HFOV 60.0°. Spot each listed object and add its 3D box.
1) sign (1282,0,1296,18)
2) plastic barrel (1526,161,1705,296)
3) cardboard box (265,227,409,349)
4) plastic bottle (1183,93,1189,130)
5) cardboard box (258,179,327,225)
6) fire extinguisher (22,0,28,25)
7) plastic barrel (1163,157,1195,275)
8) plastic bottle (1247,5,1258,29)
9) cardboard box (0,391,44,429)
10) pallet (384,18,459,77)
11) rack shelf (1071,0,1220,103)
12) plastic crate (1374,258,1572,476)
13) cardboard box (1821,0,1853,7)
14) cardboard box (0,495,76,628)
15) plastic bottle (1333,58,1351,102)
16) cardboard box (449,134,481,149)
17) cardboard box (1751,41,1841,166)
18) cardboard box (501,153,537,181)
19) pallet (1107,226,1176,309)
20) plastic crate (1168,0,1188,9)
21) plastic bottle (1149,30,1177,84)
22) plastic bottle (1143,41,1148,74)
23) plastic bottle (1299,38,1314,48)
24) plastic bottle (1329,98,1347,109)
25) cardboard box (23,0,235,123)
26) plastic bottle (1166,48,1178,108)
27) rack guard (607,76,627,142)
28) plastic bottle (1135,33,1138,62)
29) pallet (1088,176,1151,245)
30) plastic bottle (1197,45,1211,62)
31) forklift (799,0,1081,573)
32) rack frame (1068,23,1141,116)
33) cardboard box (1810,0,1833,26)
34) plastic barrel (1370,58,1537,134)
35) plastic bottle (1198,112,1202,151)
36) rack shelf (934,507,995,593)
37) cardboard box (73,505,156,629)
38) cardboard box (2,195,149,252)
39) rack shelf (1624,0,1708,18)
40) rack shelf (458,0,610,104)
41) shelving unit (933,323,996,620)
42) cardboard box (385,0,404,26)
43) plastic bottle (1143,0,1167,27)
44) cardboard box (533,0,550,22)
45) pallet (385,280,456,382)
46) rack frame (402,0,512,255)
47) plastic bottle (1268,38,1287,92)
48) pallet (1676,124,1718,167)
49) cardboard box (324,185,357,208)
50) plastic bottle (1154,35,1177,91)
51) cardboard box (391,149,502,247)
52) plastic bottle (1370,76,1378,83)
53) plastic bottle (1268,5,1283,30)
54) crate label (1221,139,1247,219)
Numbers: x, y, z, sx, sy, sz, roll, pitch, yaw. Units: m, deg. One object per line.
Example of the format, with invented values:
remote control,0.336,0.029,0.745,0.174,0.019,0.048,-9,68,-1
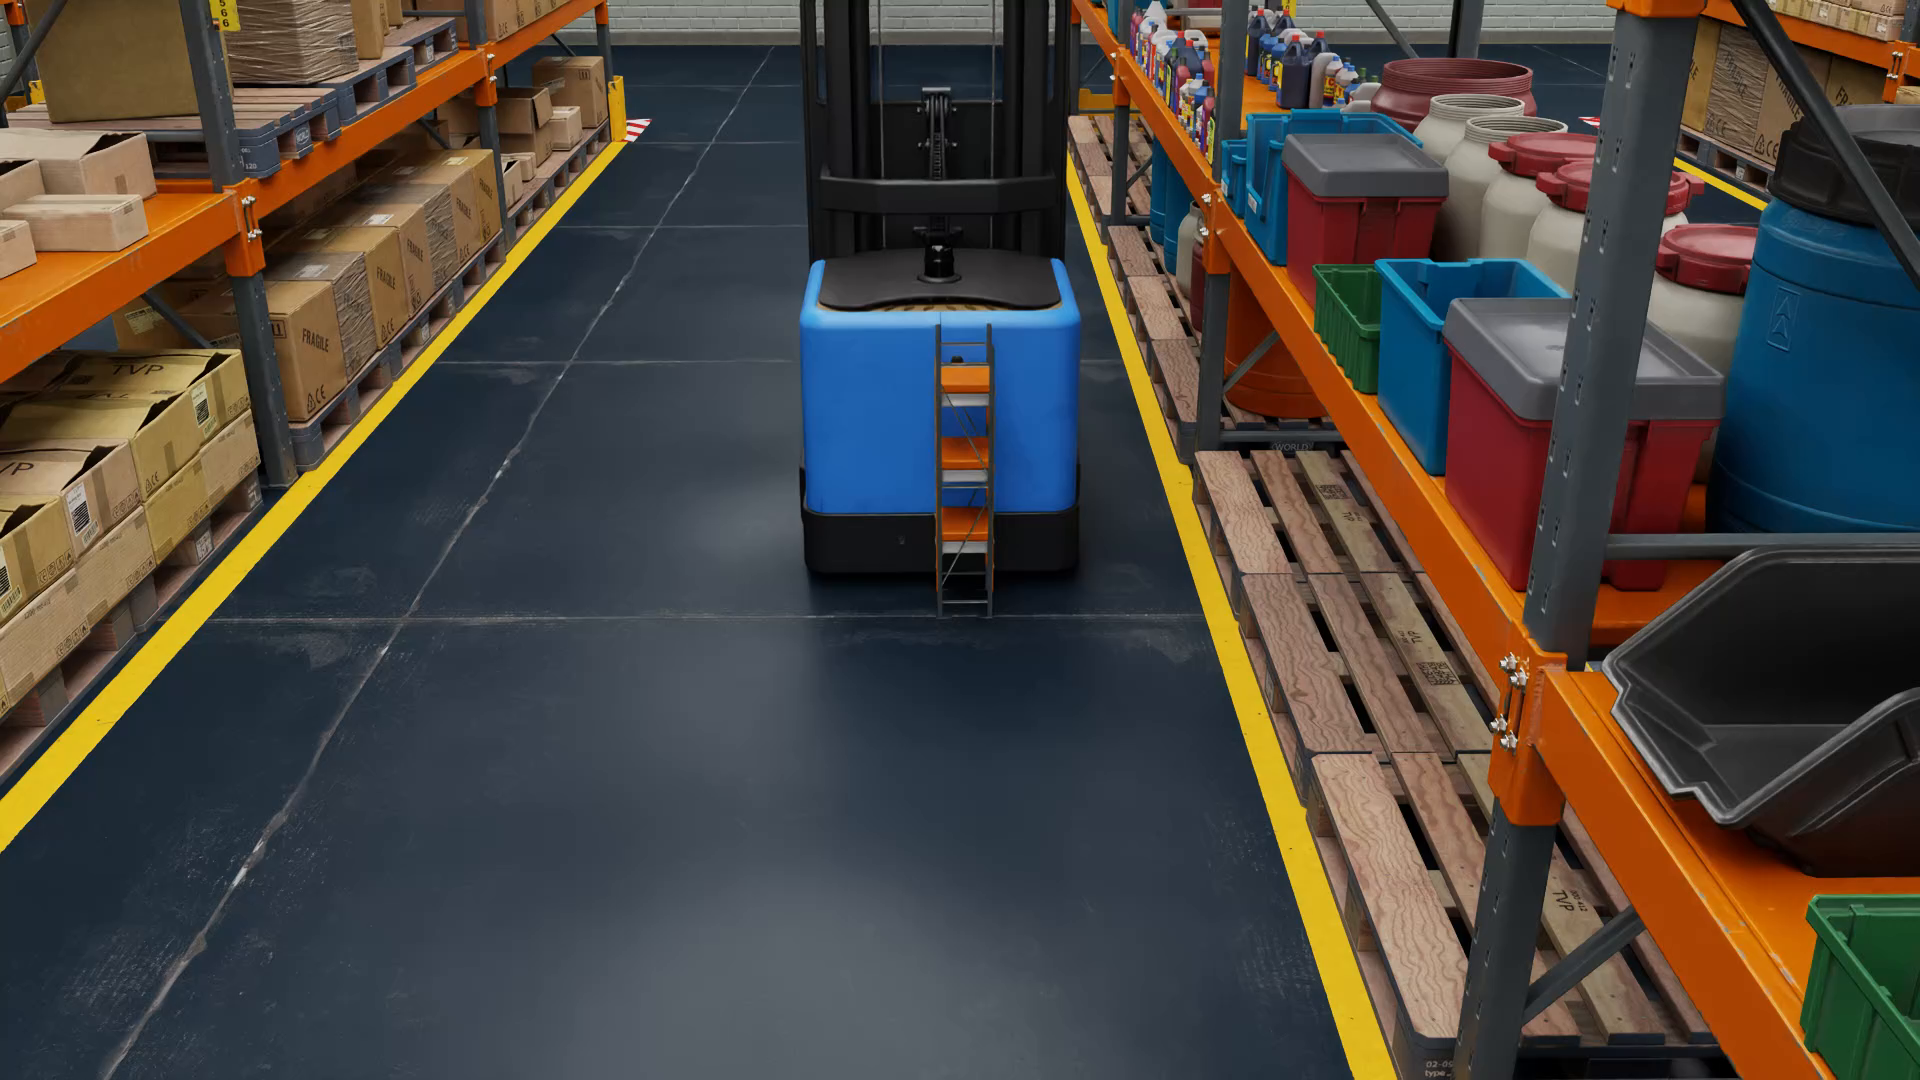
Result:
sign,2.040,-3.406,10.304,0.100,0.325,0.005,0,24,-1
plastic barrel,1.778,-0.741,4.583,0.433,0.535,0.433,0,24,0
cardboard box,-3.151,-1.282,8.443,0.500,0.500,0.500,-1,24,-1
plastic bottle,1.112,-2.047,7.877,0.097,0.201,0.097,0,24,0
cardboard box,-3.685,-1.841,8.770,0.500,0.250,0.500,-1,24,-2
fire extinguisher,-8.001,-4.741,14.138,0.296,0.674,0.183,0,24,-1
plastic barrel,1.486,-1.997,9.562,0.600,0.901,0.708,0,24,-1
plastic bottle,1.683,-2.877,9.532,0.144,0.351,0.185,0,24,-1
cardboard box,-3.694,-0.369,6.073,0.500,0.311,0.500,-1,24,-2
pallet,-3.564,-2.840,9.622,1.003,0.211,1.213,0,24,-1
rack shelf,1.468,-3.774,12.328,1.077,0.370,4.000,0,24,-1
plastic crate,1.254,-0.427,4.074,0.392,0.384,0.575,0,24,-1
cardboard box,6.167,-3.761,11.247,0.500,0.250,0.500,0,24,1
cardboard box,-3.150,0.041,5.167,0.500,0.311,0.500,0,24,1
plastic bottle,1.885,-2.232,8.188,0.061,0.283,0.133,0,24,-1
cardboard box,-3.761,-2.775,11.974,0.500,0.311,0.500,0,24,-1
cardboard box,6.505,-3.166,12.180,0.875,0.875,0.875,0,24,-1
cardboard box,-3.271,-2.697,11.977,0.380,0.166,0.250,0,24,-1
pallet,1.456,-1.689,10.229,1.003,0.211,1.213,0,24,-1
plastic crate,1.657,-3.881,11.762,0.437,0.282,0.530,0,24,-1
plastic bottle,1.124,-2.647,9.114,0.152,0.276,0.135,0,24,-1
plastic bottle,1.093,-2.756,9.445,0.097,0.201,0.097,0,24,0
plastic bottle,1.831,-2.551,8.901,0.152,0.276,0.135,0,24,-1
plastic bottle,1.722,-1.901,7.555,0.097,0.201,0.097,0,24,0
cardboard box,-3.539,-2.105,7.133,0.700,0.500,0.500,-9,26,-18
plastic bottle,1.086,-2.343,8.433,0.061,0.283,0.133,0,24,-1
rack guard,-3.506,-3.735,14.402,1.175,0.500,0.348,0,24,-1
plastic bottle,1.088,-2.932,9.833,0.097,0.201,0.097,0,24,0
pallet,1.443,-2.310,11.601,1.003,0.211,1.213,0,24,-1
plastic bottle,1.247,-2.422,8.622,0.097,0.271,0.097,0,24,0
forklift,-0.104,-1.772,7.112,1.130,2.935,3.031,-1,24,-1
rack frame,1.446,-4.926,14.002,1.000,3.000,0.127,0,24,-1
cardboard box,6.103,-3.628,11.436,0.380,0.149,0.250,0,24,0
plastic barrel,1.841,-1.502,6.265,0.600,0.536,0.708,0,24,-1
plastic bottle,1.117,-1.846,7.434,0.097,0.201,0.097,0,24,0
rack shelf,0.015,0.026,6.119,0.215,0.259,0.240,-1,24,-1
cardboard box,-3.158,0.088,5.742,0.500,0.250,0.500,0,24,1
cardboard box,-3.134,-1.125,5.902,0.380,0.149,0.250,0,24,-1
rack shelf,1.599,-0.196,0.777,1.077,0.370,4.000,0,24,-1
rack shelf,-3.485,-3.753,12.282,1.077,0.370,4.000,0,24,-1
shelving unit,0.015,-0.237,6.000,0.215,1.050,0.252,-1,24,-1
cardboard box,-3.682,-3.298,9.770,0.700,0.500,0.500,-9,26,-18
plastic bottle,1.170,-3.092,10.007,0.144,0.351,0.185,0,24,-1
cardboard box,-3.208,-3.931,11.680,0.500,0.500,0.500,0,24,-1
pallet,-3.400,-1.147,9.031,1.003,0.211,1.213,0,24,-1
rack frame,-3.463,-3.257,10.311,1.000,3.000,0.127,0,24,-1
plastic bottle,1.706,-2.541,8.884,0.097,0.271,0.097,0,24,0
pallet,6.486,-3.349,13.898,1.003,0.211,1.213,0,24,-1
cardboard box,-3.687,-1.692,9.352,0.500,0.500,0.500,0,24,0
plastic bottle,1.126,-2.552,8.902,0.152,0.276,0.135,0,24,-1
cardboard box,-3.171,-2.117,10.289,0.500,0.500,0.500,0,24,-1
plastic bottle,1.891,-2.002,7.678,0.061,0.283,0.133,0,24,-1
plastic bottle,1.827,-2.878,9.533,0.144,0.351,0.185,0,24,-1
crate label,1.163,-1.378,6.360,0.303,0.233,0.416,0,24,-1
